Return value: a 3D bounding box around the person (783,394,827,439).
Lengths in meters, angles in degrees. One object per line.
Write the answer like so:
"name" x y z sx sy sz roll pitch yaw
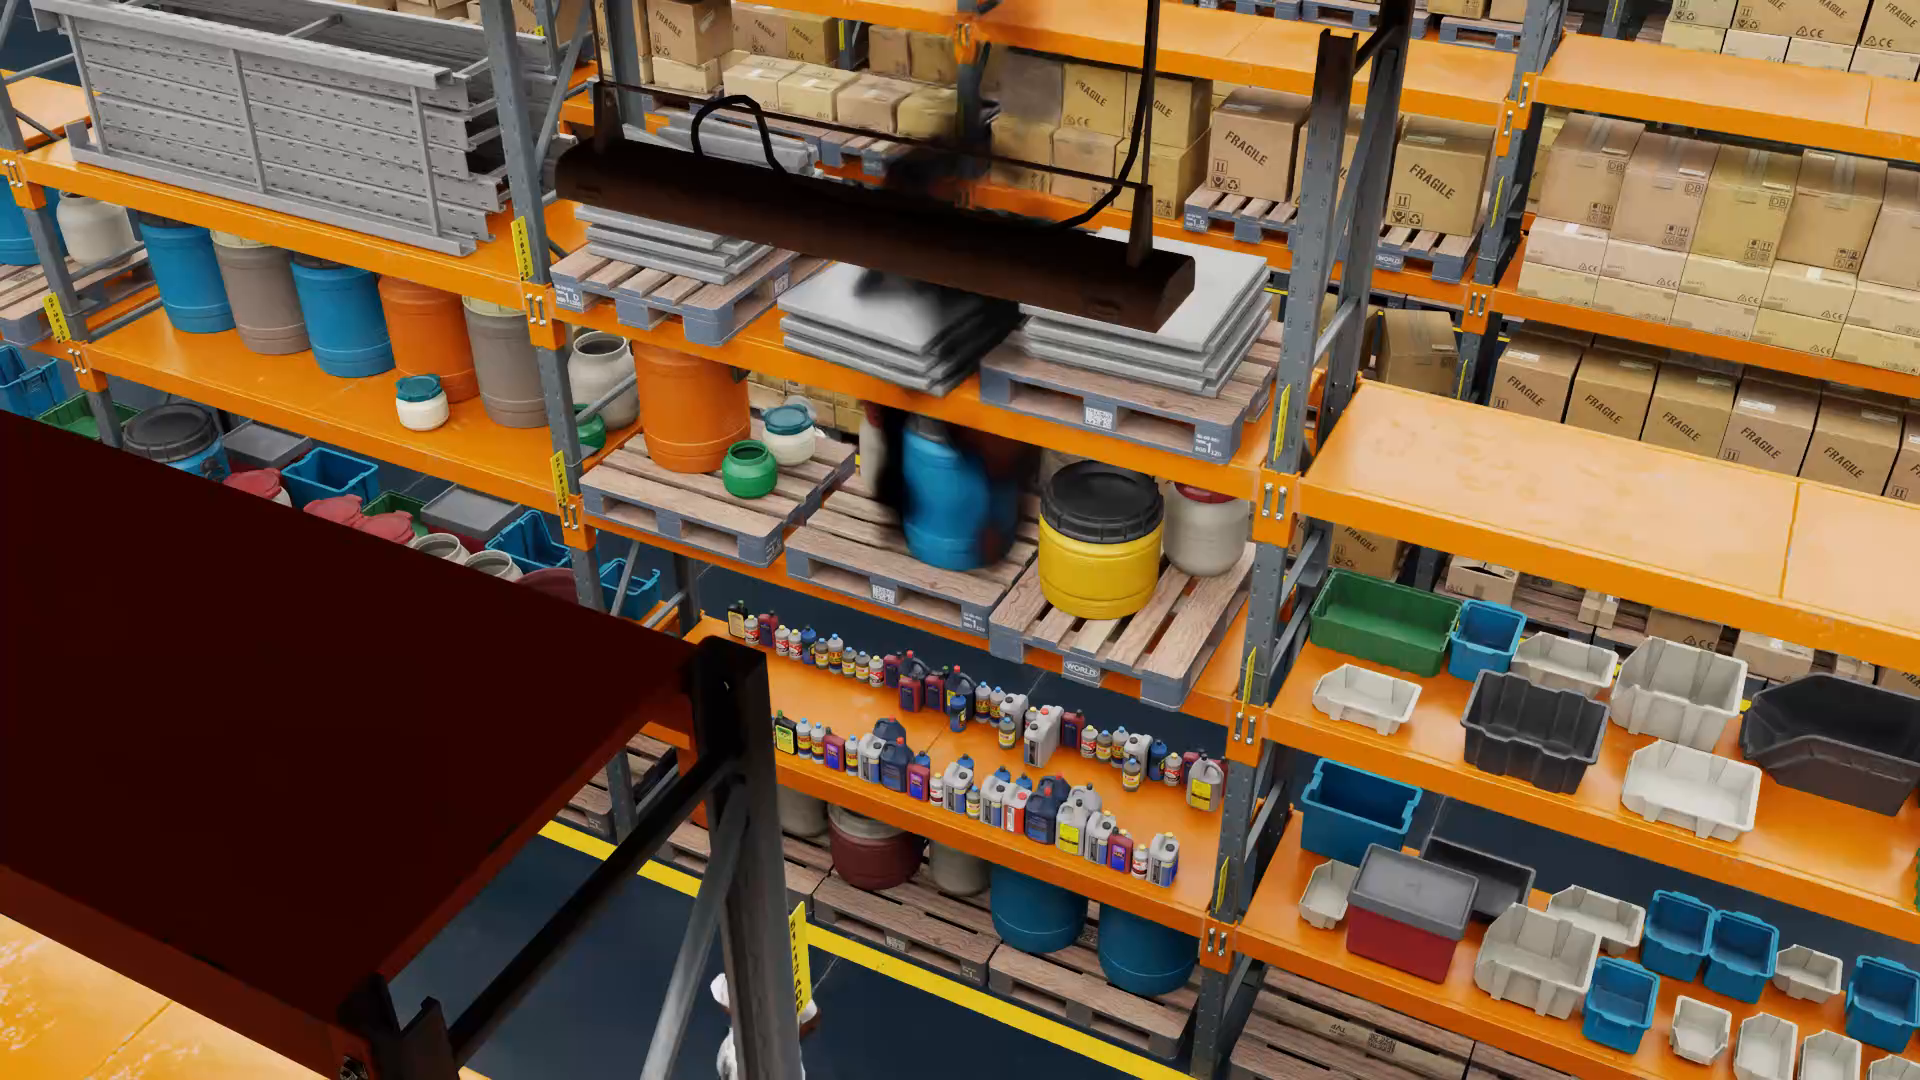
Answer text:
"person" -1.186 -0.306 12.367 0.585 1.689 0.614 16 38 22

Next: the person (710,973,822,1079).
"person" -0.996 2.676 8.059 0.574 1.725 0.693 9 36 13
